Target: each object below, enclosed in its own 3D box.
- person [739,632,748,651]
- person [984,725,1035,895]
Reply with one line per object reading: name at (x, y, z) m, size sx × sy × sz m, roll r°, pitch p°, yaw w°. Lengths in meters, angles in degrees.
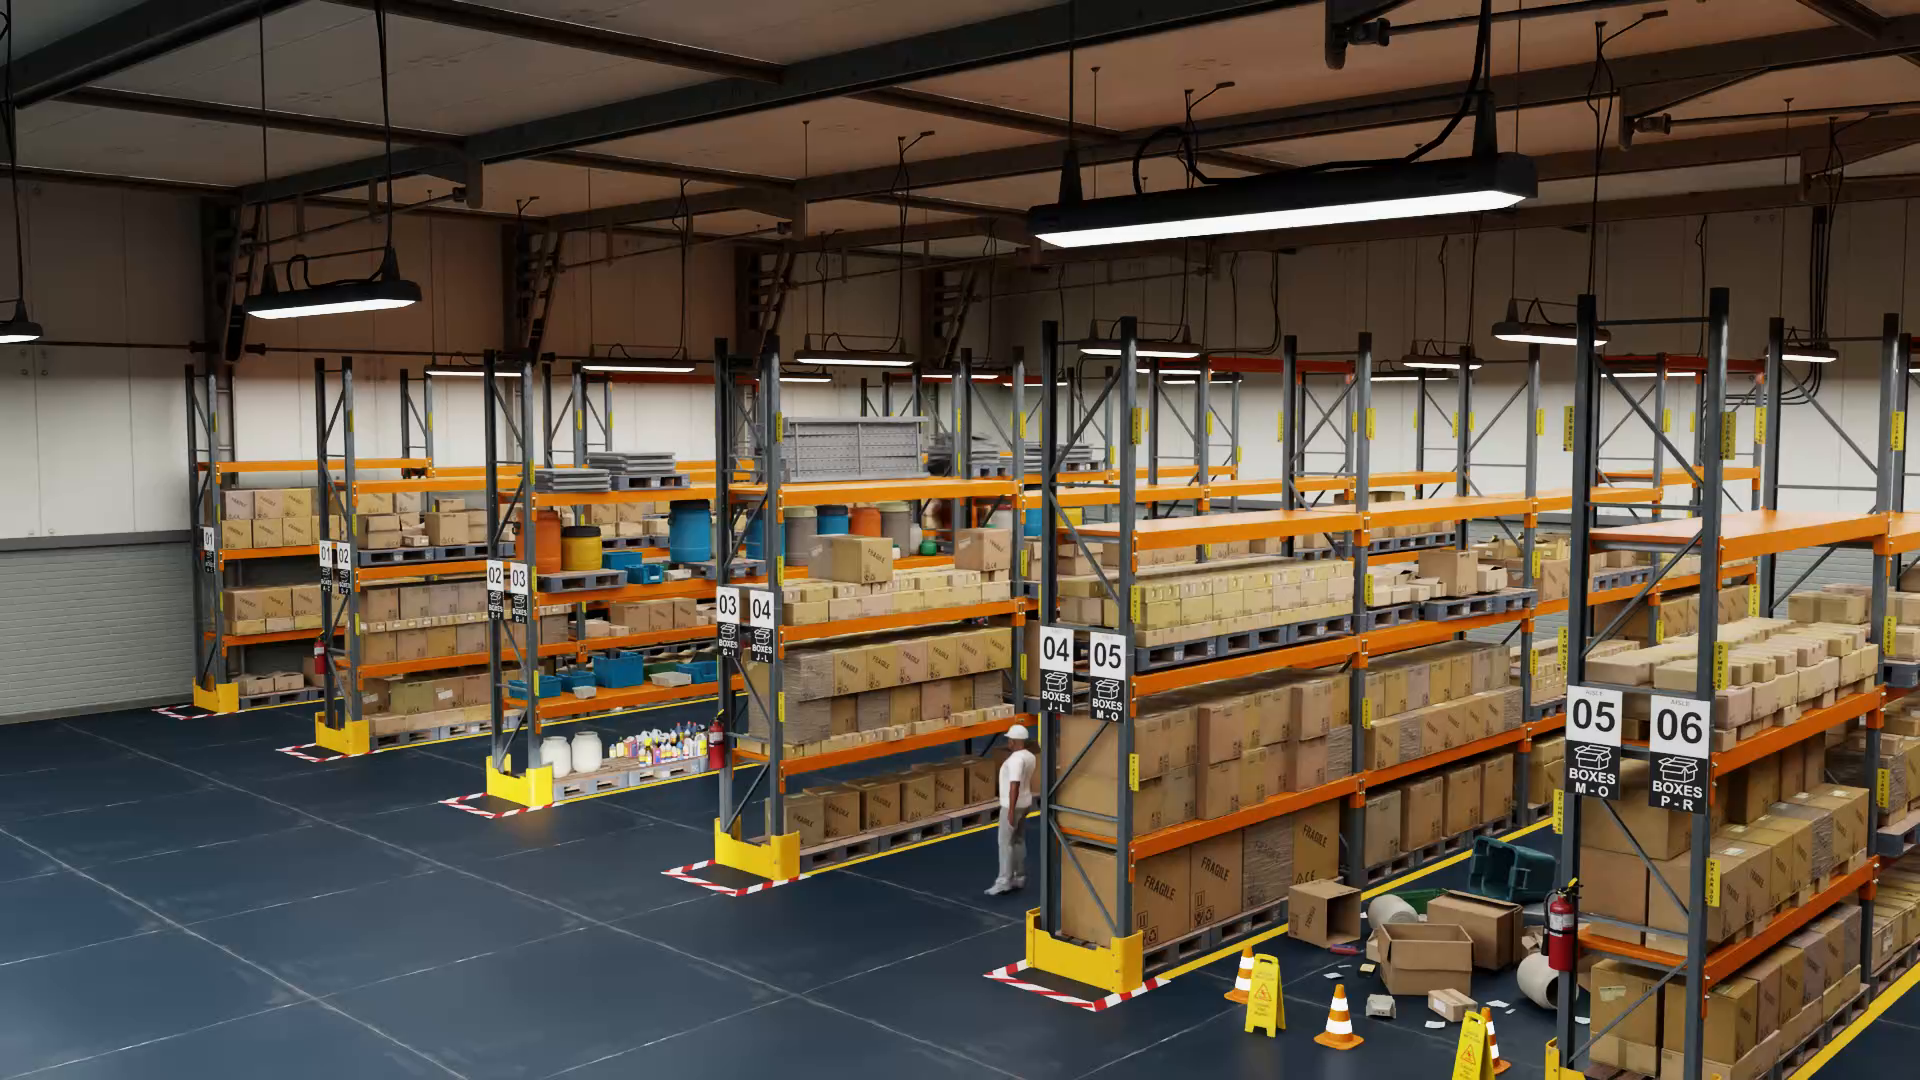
person at (-4.614, 1.645, 34.536) m, size 0.416 × 1.812 × 0.560 m, roll 3°, pitch 5°, yaw 35°
person at (0.558, 2.906, 18.036) m, size 0.416 × 1.793 × 0.674 m, roll 2°, pitch 5°, yaw 22°
